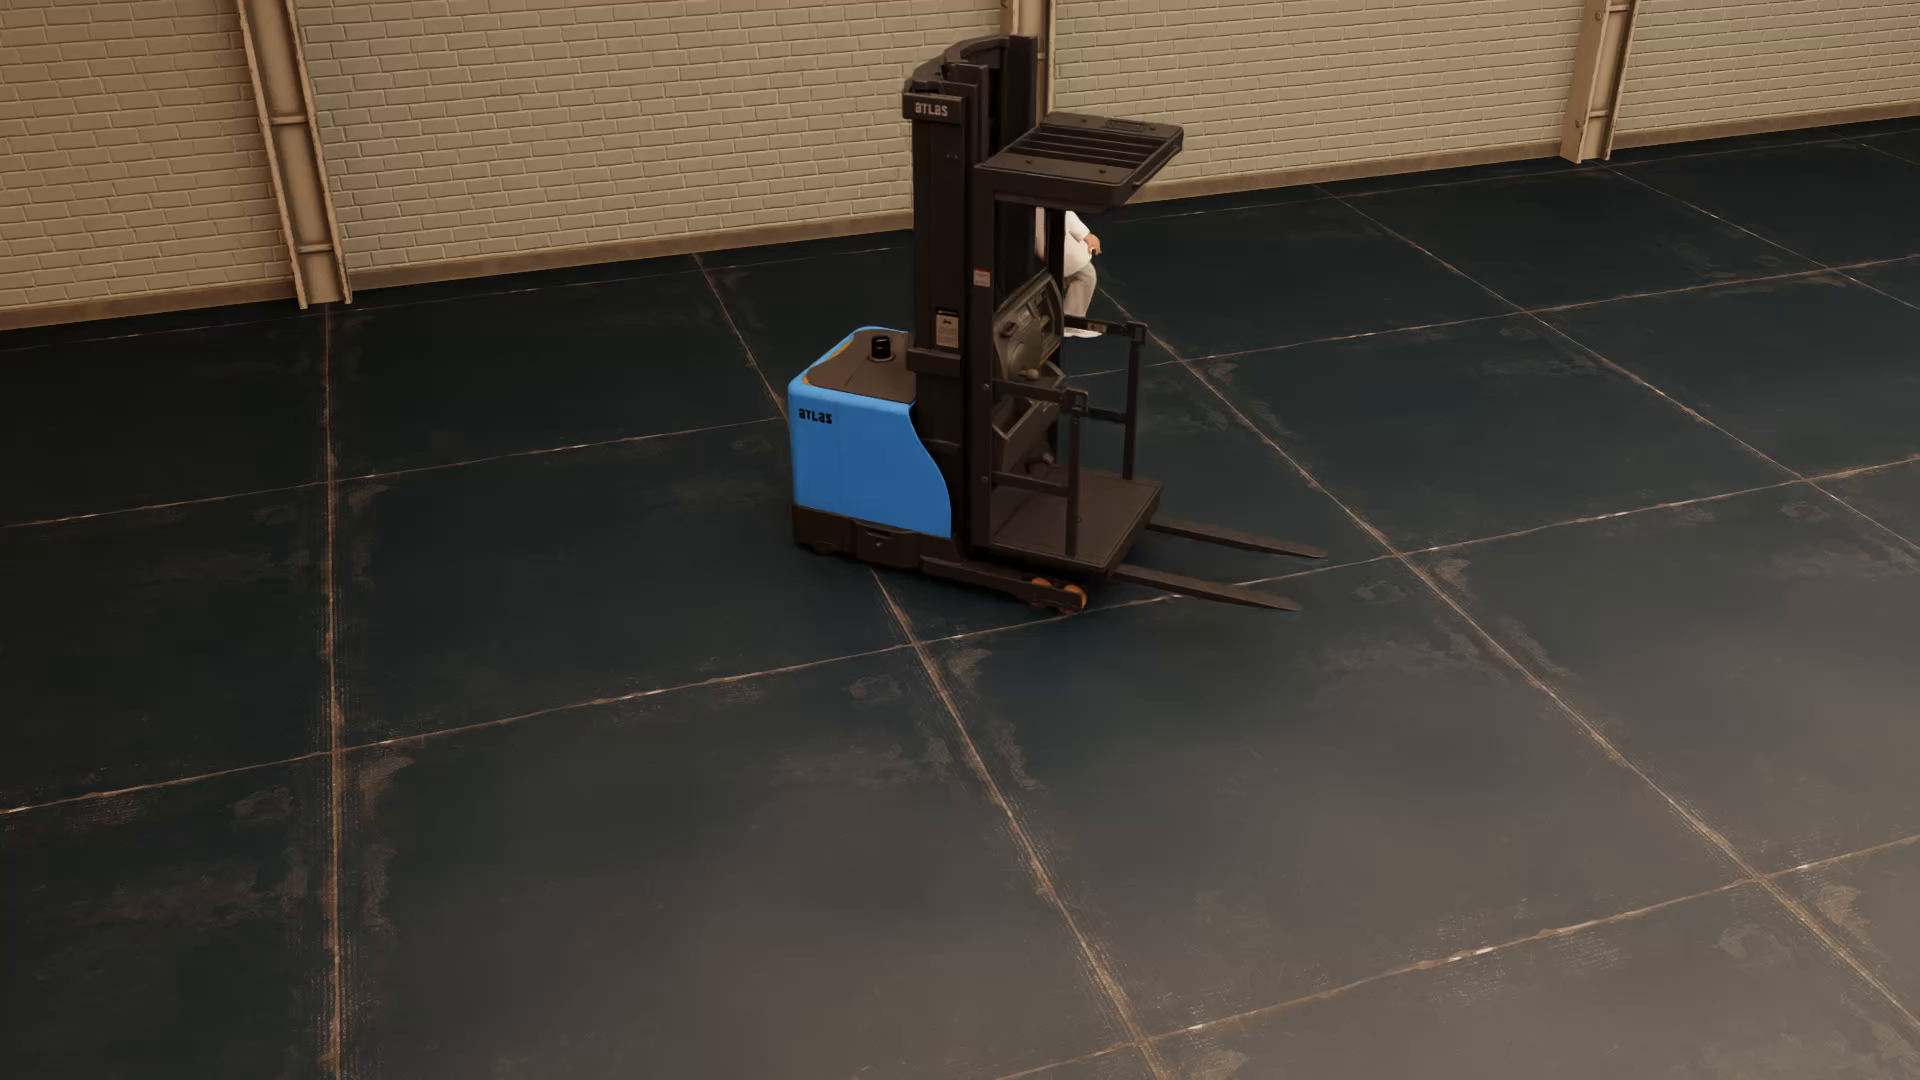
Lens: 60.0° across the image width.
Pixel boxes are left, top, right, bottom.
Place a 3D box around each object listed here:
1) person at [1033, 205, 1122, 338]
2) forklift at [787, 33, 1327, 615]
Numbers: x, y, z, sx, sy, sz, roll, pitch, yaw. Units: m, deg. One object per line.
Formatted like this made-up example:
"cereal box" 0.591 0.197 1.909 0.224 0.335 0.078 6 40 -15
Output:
"person" 0.850 -2.255 12.296 0.868 1.652 0.903 -8 31 -13
"forklift" 0.564 -1.152 9.089 3.031 2.935 1.130 12 32 20
